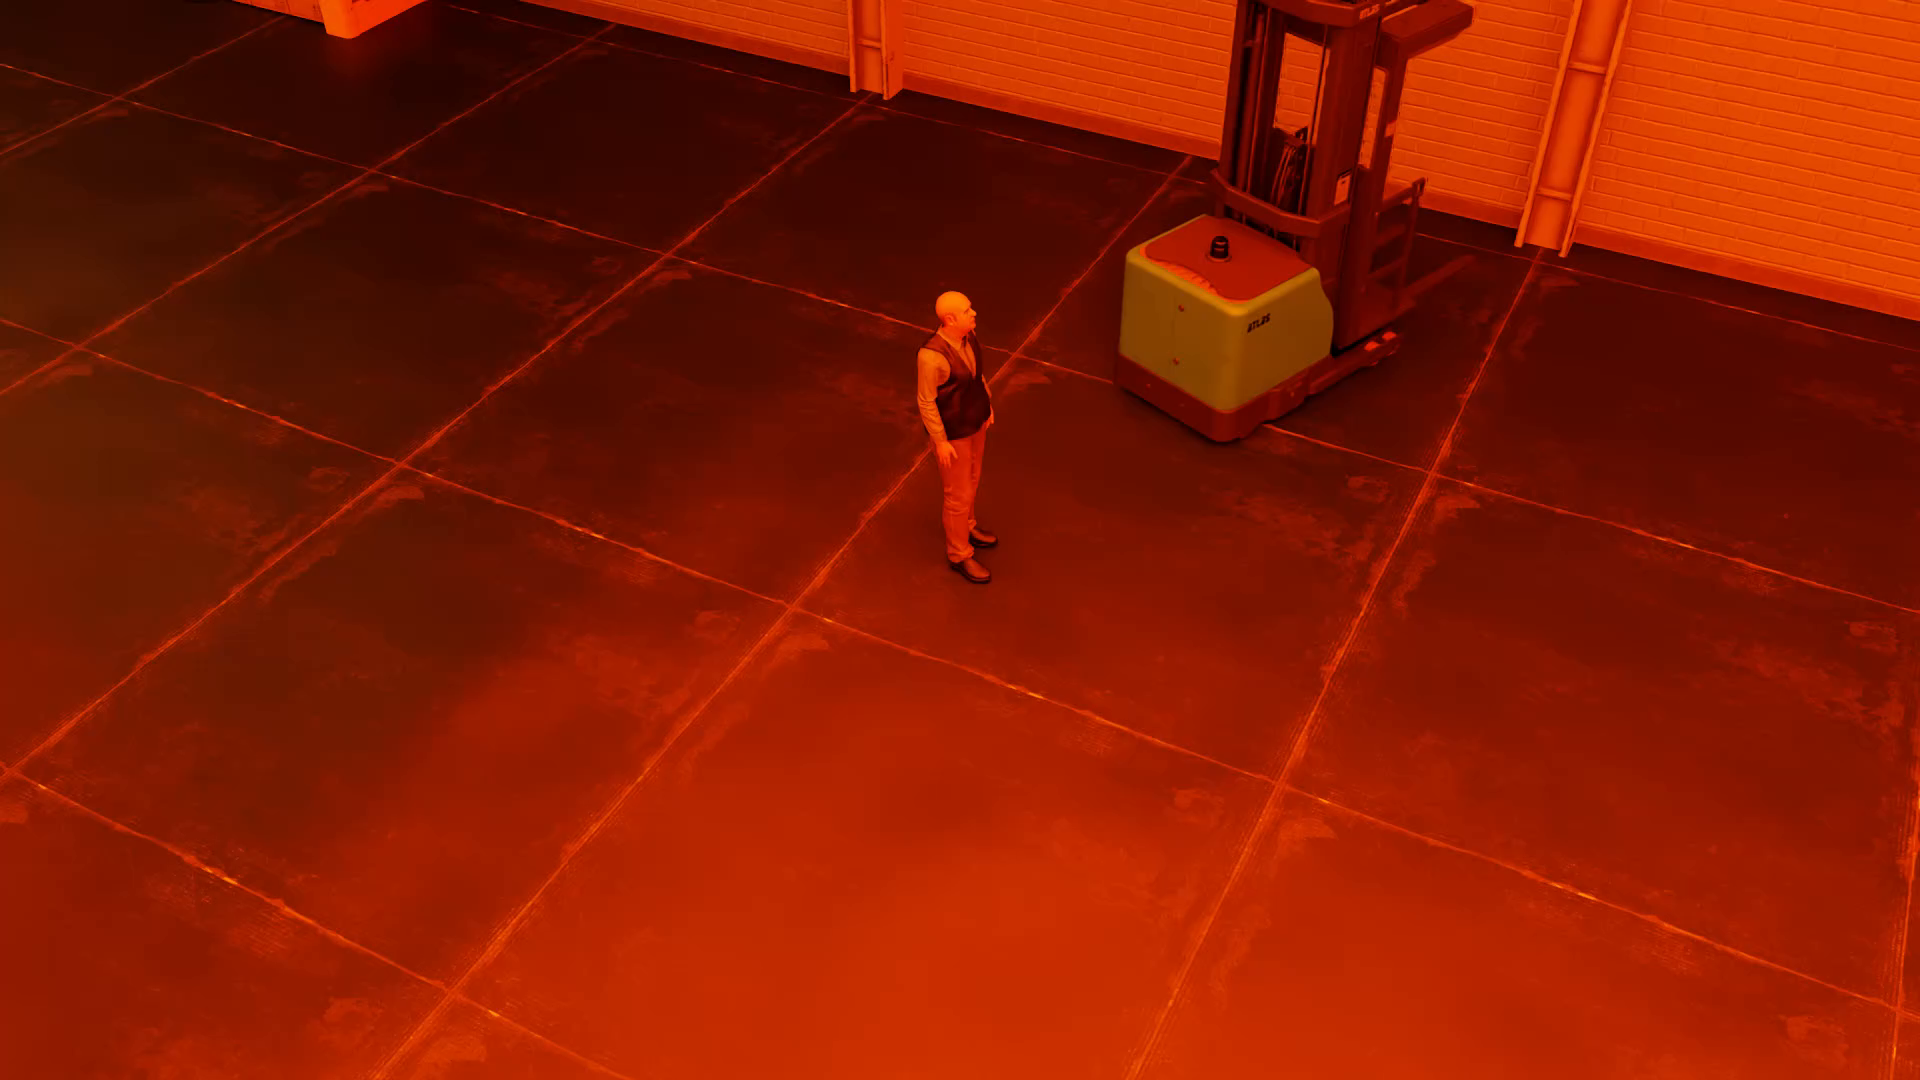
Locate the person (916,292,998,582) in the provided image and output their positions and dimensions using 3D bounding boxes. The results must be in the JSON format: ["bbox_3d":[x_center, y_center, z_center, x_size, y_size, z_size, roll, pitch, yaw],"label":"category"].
[{"bbox_3d":[0.051,-0.641,9.675,0.568,1.720,0.632,18,43,21],"label":"person"}]

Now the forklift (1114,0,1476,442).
[{"bbox_3d":[2.504,-2.579,11.048,3.031,2.935,1.130,-30,48,-30],"label":"forklift"}]
